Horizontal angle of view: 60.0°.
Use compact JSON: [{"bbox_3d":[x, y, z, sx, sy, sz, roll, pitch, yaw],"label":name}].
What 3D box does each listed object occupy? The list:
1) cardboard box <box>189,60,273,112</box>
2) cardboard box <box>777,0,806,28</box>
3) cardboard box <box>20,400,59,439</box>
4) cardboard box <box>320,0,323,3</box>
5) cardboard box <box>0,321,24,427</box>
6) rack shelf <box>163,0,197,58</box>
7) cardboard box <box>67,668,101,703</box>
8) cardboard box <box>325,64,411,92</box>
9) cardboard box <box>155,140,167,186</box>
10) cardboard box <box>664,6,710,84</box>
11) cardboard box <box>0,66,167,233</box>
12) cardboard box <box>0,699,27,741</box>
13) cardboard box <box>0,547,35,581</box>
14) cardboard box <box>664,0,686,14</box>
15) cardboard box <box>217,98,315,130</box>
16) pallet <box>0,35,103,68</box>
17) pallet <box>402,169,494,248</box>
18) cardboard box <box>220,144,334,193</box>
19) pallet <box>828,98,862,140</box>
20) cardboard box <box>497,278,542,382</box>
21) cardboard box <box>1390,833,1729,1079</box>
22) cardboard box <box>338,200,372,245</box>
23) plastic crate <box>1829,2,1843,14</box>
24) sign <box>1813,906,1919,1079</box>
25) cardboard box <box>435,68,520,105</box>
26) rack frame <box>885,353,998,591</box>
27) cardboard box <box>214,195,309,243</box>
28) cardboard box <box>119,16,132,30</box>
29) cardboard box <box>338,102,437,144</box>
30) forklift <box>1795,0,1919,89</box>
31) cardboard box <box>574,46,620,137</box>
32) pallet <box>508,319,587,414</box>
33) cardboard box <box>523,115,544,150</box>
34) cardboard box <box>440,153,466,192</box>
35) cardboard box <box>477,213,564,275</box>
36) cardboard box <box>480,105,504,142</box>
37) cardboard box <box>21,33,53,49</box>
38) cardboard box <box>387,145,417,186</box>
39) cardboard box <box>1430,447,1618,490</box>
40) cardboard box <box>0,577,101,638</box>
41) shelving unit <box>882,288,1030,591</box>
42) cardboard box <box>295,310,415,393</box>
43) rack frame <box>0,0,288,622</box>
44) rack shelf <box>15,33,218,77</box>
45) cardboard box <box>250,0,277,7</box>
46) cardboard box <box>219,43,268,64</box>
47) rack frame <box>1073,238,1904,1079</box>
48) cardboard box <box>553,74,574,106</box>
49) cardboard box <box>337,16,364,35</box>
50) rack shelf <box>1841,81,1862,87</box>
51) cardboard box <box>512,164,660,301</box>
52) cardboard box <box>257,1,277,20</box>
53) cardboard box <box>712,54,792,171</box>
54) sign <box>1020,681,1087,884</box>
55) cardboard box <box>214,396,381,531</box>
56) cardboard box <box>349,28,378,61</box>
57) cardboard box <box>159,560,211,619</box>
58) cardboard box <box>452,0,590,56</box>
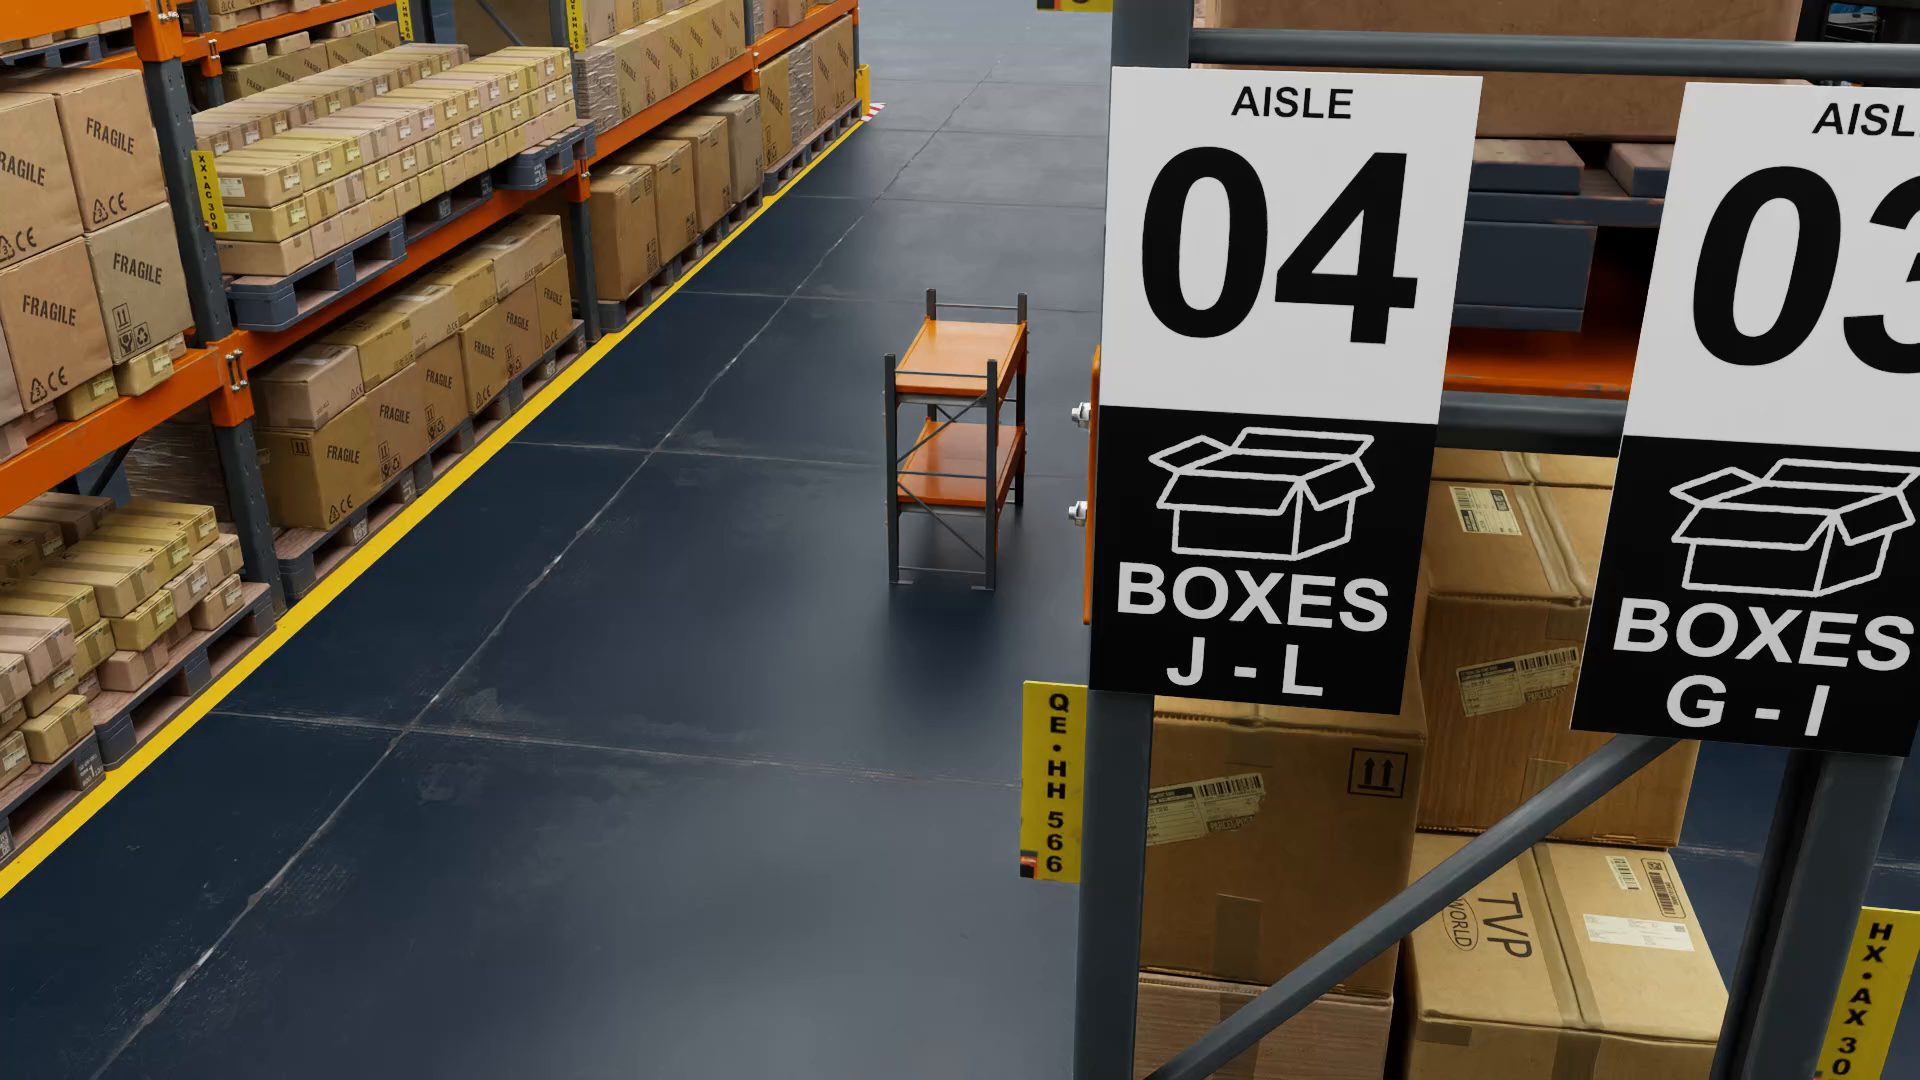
[{"bbox_3d":[-6.784,-4.199,15.546,0.500,0.500,0.500,5,26,11],"label":"cardboard box"},{"bbox_3d":[-1.926,-5.058,15.341,0.875,0.550,0.550,4,25,9],"label":"cardboard box"},{"bbox_3d":[-3.517,-0.465,6.001,0.380,0.149,0.250,3,25,7],"label":"cardboard box"},{"bbox_3d":[-6.612,-5.437,16.623,0.380,0.149,0.250,4,25,9],"label":"cardboard box"},{"bbox_3d":[-3.523,-0.573,5.467,0.500,0.500,0.500,4,25,8],"label":"cardboard box"},{"bbox_3d":[-3.227,-2.909,8.237,1.077,0.370,4.000,4,25,9],"label":"rack shelf"},{"bbox_3d":[-3.549,0.568,6.365,0.380,0.149,0.250,3,25,7],"label":"cardboard box"},{"bbox_3d":[-3.296,-2.553,9.266,0.380,0.149,0.250,3,25,6],"label":"cardboard box"},{"bbox_3d":[-3.638,-1.680,7.399,0.380,0.149,0.250,3,25,7],"label":"cardboard box"},{"bbox_3d":[-2.233,-3.772,12.652,0.500,0.500,0.500,4,25,9],"label":"cardboard box"},{"bbox_3d":[-3.364,-1.458,6.177,0.500,0.500,0.500,3,25,7],"label":"cardboard box"},{"bbox_3d":[-3.574,0.624,5.895,0.380,0.149,0.250,3,25,6],"label":"cardboard box"},{"bbox_3d":[-3.911,0.142,6.575,0.380,0.149,0.250,4,25,8],"label":"cardboard box"},{"bbox_3d":[-2.487,-4.249,12.493,0.700,0.500,0.500,4,25,9],"label":"cardboard box"},{"bbox_3d":[-3.467,-2.112,8.324,0.380,0.149,0.250,3,25,6],"label":"cardboard box"},{"bbox_3d":[-7.517,-3.758,12.965,1.003,0.211,1.213,4,25,9],"label":"pallet"},{"bbox_3d":[-3.183,-1.795,8.773,1.003,0.211,1.213,4,25,9],"label":"pallet"},{"bbox_3d":[-2.996,-1.636,7.306,0.380,0.149,0.250,5,25,10],"label":"cardboard box"},{"bbox_3d":[-1.646,-4.456,17.521,1.003,0.211,1.213,4,25,9],"label":"pallet"},{"bbox_3d":[-2.838,-1.261,9.858,0.500,0.500,0.500,5,26,11],"label":"cardboard box"},{"bbox_3d":[1.014,0.770,2.893,0.500,0.250,0.500,3,25,7],"label":"cardboard box"},{"bbox_3d":[-2.951,-1.470,7.653,0.380,0.149,0.250,4,25,9],"label":"cardboard box"},{"bbox_3d":[8.384,-5.032,15.638,0.499,0.251,0.616,4,25,9],"label":"plastic crate"},{"bbox_3d":[1.216,0.632,2.247,0.100,0.325,0.005,4,25,9],"label":"sign"},{"bbox_3d":[-2.654,-2.496,9.143,0.380,0.149,0.250,5,26,10],"label":"cardboard box"},{"bbox_3d":[-0.084,-0.294,7.551,0.500,1.125,0.032,4,25,9],"label":"rack frame"},{"bbox_3d":[-3.036,-1.384,7.119,0.380,0.149,0.250,4,25,9],"label":"cardboard box"},{"bbox_3d":[-7.025,-4.309,13.719,0.380,0.149,0.250,4,25,8],"label":"cardboard box"},{"bbox_3d":[-2.825,-2.060,8.211,0.380,0.149,0.250,5,26,10],"label":"cardboard box"},{"bbox_3d":[4.062,-1.167,7.286,3.031,2.935,1.130,-9,26,-18],"label":"forklift"},{"bbox_3d":[-2.560,-2.927,10.848,0.500,0.500,0.500,4,25,9],"label":"cardboard box"},{"bbox_3d":[-3.029,-1.123,10.401,1.003,0.211,1.213,4,25,9],"label":"pallet"},{"bbox_3d":[-2.611,-2.340,9.512,0.380,0.149,0.250,4,25,9],"label":"cardboard box"},{"bbox_3d":[-2.783,-1.901,8.574,0.380,0.149,0.250,3,25,6],"label":"cardboard box"},{"bbox_3d":[-2.753,-1.806,10.140,0.500,0.250,0.500,3,25,7],"label":"cardboard box"},{"bbox_3d":[-2.698,-2.255,8.980,0.380,0.149,0.250,4,25,8],"label":"cardboard box"},{"bbox_3d":[-7.252,-3.886,12.814,0.380,0.149,0.250,5,26,10],"label":"cardboard box"},{"bbox_3d":[-2.870,-1.822,8.055,0.380,0.149,0.250,5,26,11],"label":"cardboard box"},{"bbox_3d":[1.174,0.004,3.644,0.500,0.500,0.500,3,25,7],"label":"cardboard box"},{"bbox_3d":[-3.511,0.276,6.288,0.380,0.149,0.250,5,26,10],"label":"cardboard box"},{"bbox_3d":[-0.001,-0.507,8.005,0.538,1.125,1.048,4,25,9],"label":"shelving unit"},{"bbox_3d":[-3.088,-0.951,8.313,0.500,0.250,0.500,5,25,10],"label":"cardboard box"},{"bbox_3d":[-3.554,-1.040,6.934,1.000,3.000,0.127,4,25,9],"label":"rack frame"},{"bbox_3d":[-7.473,-3.524,13.090,1.077,0.370,4.000,4,25,9],"label":"rack shelf"},{"bbox_3d":[-6.740,-5.243,15.444,0.500,0.500,0.500,4,25,8],"label":"cardboard box"},{"bbox_3d":[-6.704,-4.541,15.511,0.380,0.149,0.250,4,25,9],"label":"cardboard box"},{"bbox_3d":[0.669,1.019,2.535,1.000,3.000,0.127,4,25,9],"label":"rack frame"},{"bbox_3d":[-2.532,-2.686,9.900,0.380,0.149,0.250,5,25,10],"label":"cardboard box"},{"bbox_3d":[-6.404,-5.322,17.179,0.380,0.149,0.250,4,25,9],"label":"cardboard box"},{"bbox_3d":[7.844,-4.167,14.464,1.077,0.370,4.000,4,25,9],"label":"rack shelf"},{"bbox_3d":[-2.712,-2.133,11.426,1.050,0.750,0.750,4,25,8],"label":"cardboard box"},{"bbox_3d":[-6.700,-5.006,15.702,0.380,0.149,0.250,5,26,10],"label":"cardboard box"},{"bbox_3d":[-2.075,-3.872,14.995,0.875,0.875,0.875,4,25,9],"label":"cardboard box"},{"bbox_3d":[0.136,0.344,2.332,0.100,0.325,0.005,4,25,9],"label":"sign"},{"bbox_3d":[-3.171,-0.389,7.995,0.500,0.500,0.500,5,26,11],"label":"cardboard box"},{"bbox_3d":[-6.448,-5.072,17.412,0.500,0.500,0.500,5,26,10],"label":"cardboard box"},{"bbox_3d":[-3.324,0.194,6.814,0.380,0.149,0.250,3,25,6],"label":"cardboard box"},{"bbox_3d":[-2.817,-3.398,10.674,0.700,0.500,0.500,4,25,8],"label":"cardboard box"}]
